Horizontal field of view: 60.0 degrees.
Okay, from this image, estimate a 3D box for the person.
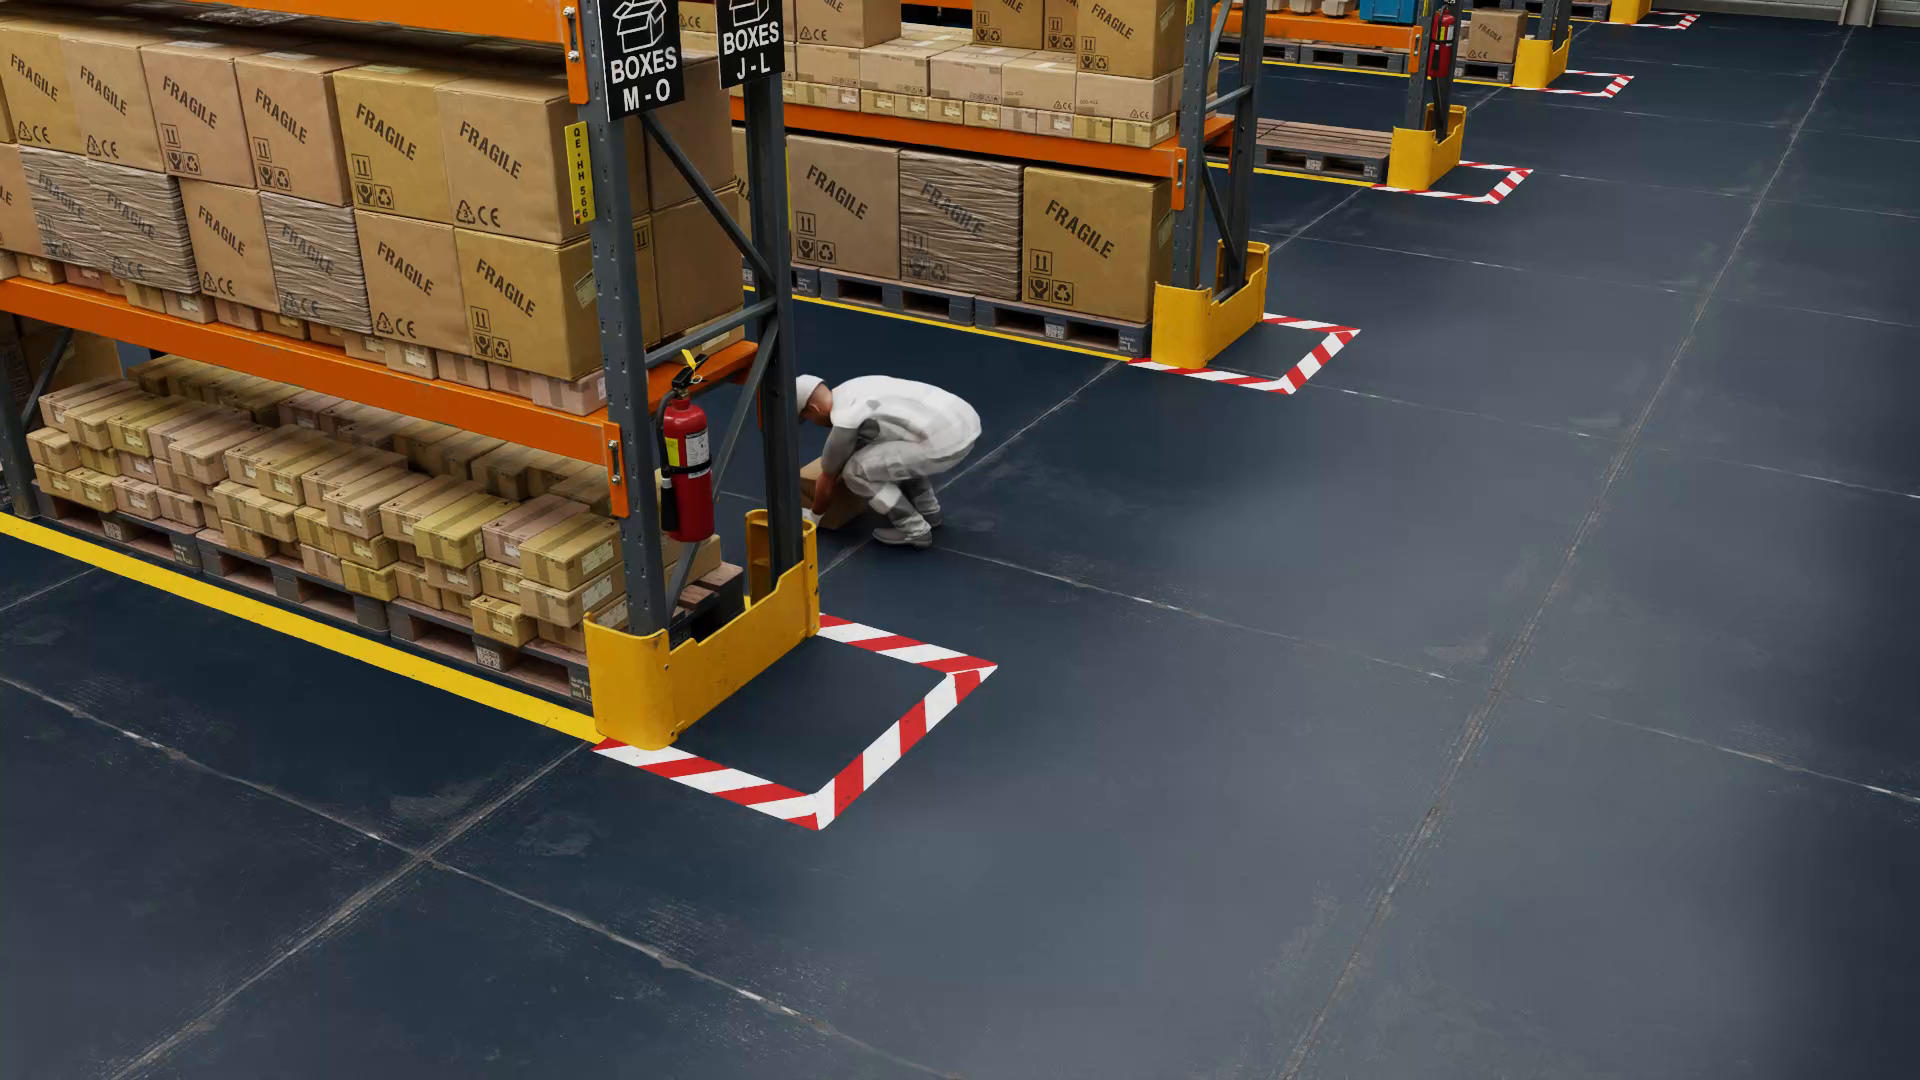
[{"bbox_3d":[-0.380,-0.398,8.066,0.959,0.799,0.517,10,28,19],"label":"person"}]
